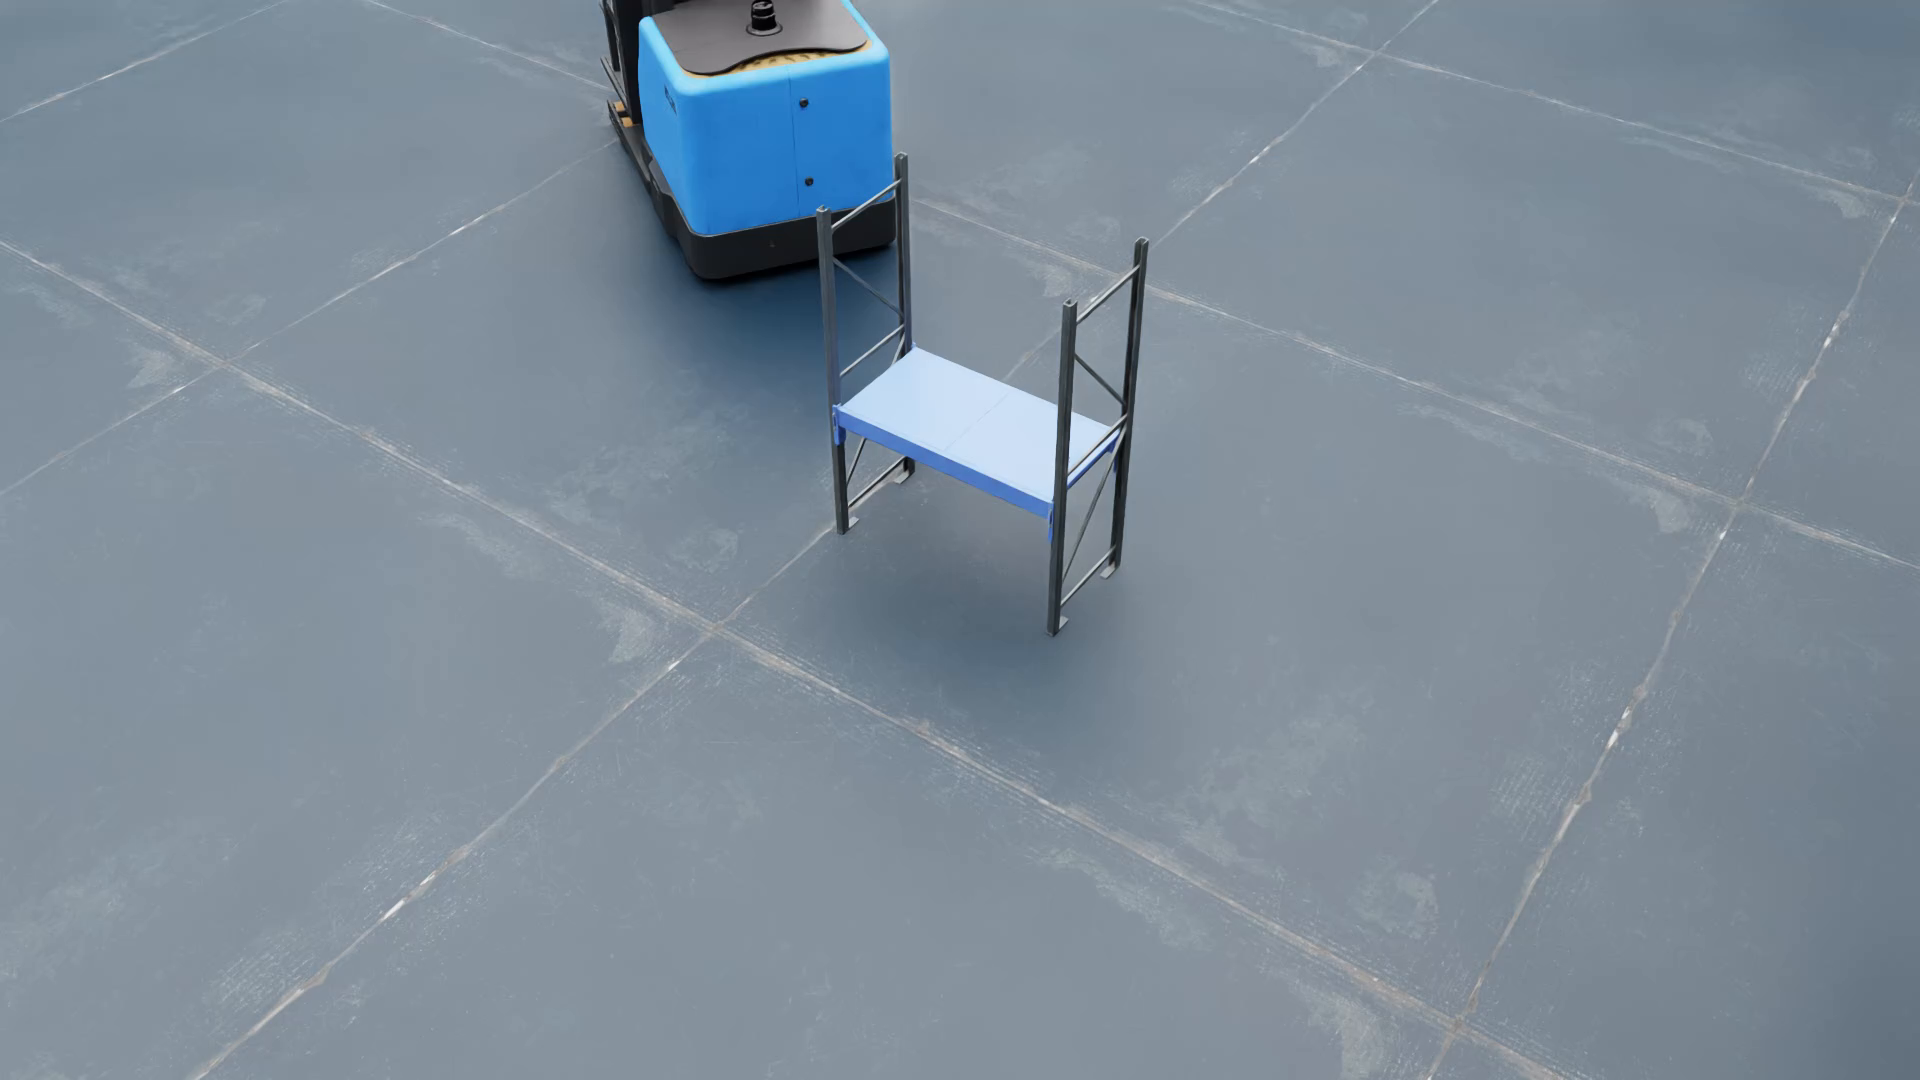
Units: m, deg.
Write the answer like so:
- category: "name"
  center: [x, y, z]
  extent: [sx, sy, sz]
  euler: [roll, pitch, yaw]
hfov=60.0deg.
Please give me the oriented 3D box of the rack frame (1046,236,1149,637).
- category: "rack frame"
  center: [0.486, -0.332, 5.996]
  extent: [0.032, 1.500, 0.500]
  euler: [25, 48, 25]

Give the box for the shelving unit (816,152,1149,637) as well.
- category: "shelving unit"
  center: [0.070, -0.526, 6.213]
  extent: [1.048, 1.500, 0.538]
  euler: [25, 48, 25]

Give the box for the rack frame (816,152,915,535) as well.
- category: "rack frame"
  center: [-0.346, -0.721, 6.431]
  extent: [0.032, 1.500, 0.500]
  euler: [25, 48, 25]

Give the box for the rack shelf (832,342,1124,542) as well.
- category: "rack shelf"
  center: [0.070, -0.392, 6.333]
  extent: [1.000, 0.185, 0.538]
  euler: [25, 48, 25]

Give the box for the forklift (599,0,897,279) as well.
- category: "forklift"
  center: [-1.318, -3.348, 8.294]
  extent: [1.130, 2.935, 3.031]
  euler: [-15, 44, -16]
